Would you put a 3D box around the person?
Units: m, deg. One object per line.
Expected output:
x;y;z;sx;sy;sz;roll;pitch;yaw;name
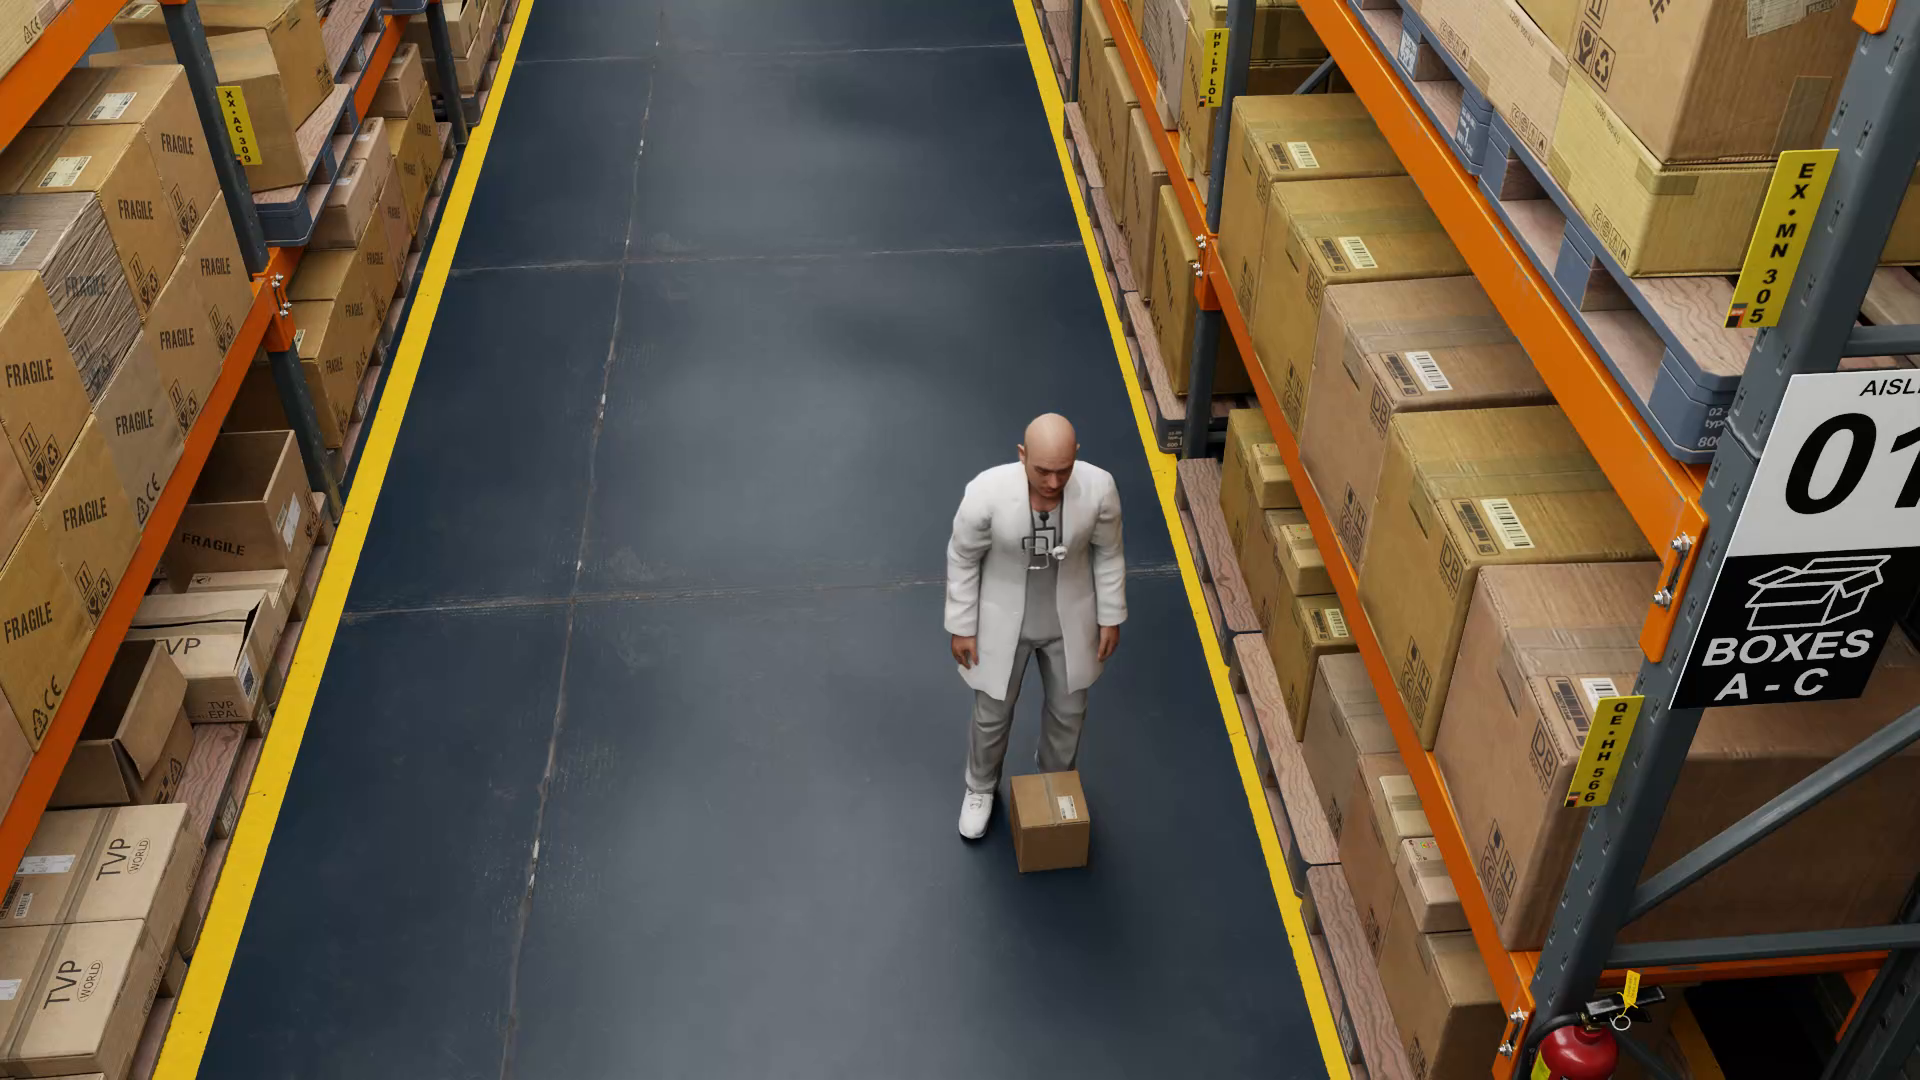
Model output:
0.264;0.290;5.802;0.643;1.774;0.426;-4;39;-5;person
